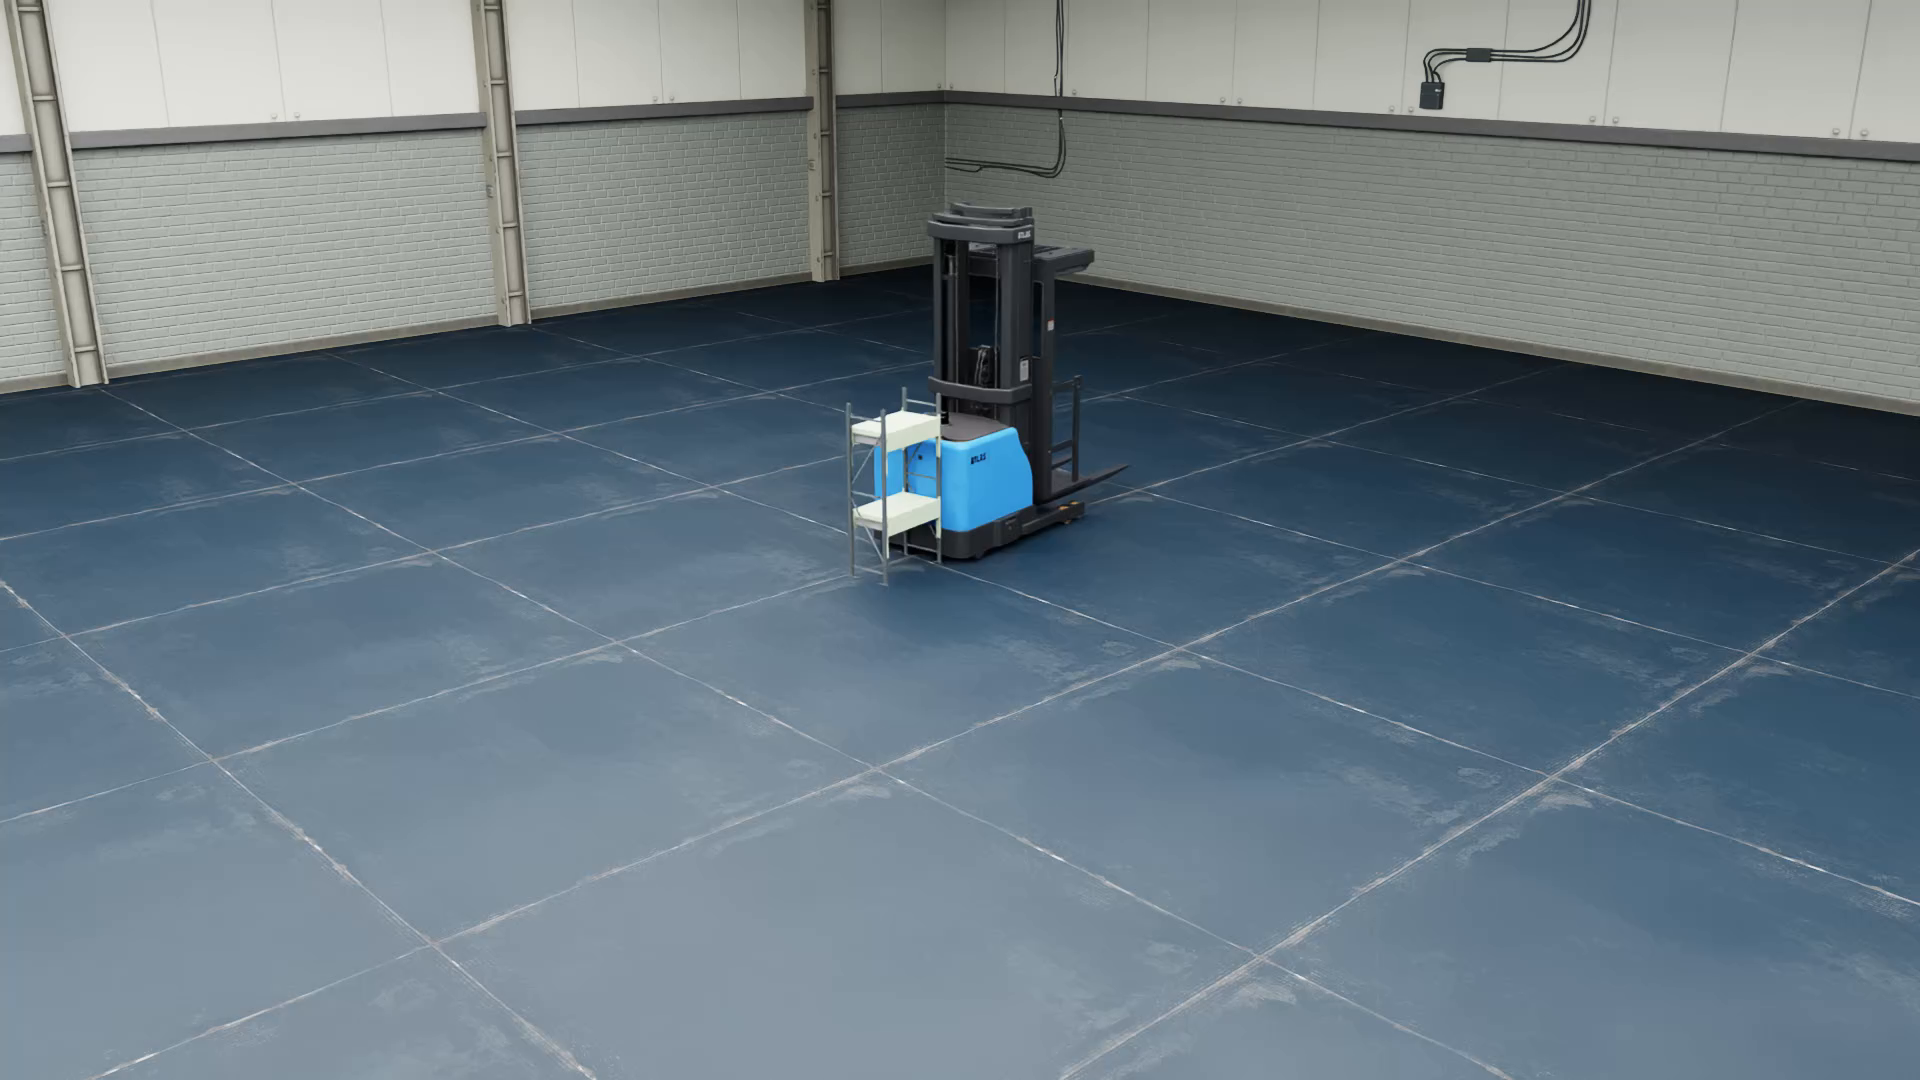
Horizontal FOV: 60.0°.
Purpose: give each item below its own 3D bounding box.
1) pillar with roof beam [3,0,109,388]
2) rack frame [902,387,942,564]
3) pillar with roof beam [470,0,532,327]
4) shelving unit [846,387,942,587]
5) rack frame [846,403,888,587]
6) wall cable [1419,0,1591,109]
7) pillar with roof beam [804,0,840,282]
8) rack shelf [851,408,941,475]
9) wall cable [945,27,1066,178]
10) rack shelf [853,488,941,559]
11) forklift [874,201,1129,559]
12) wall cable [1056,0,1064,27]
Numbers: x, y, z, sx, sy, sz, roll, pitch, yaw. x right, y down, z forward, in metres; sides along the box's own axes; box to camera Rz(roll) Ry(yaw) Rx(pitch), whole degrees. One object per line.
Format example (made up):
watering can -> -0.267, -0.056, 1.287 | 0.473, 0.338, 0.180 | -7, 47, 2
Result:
pillar with roof beam -> -8.104, -5.301, 16.745 | 0.400, 9.000, 9.100 | -16, 24, -41
rack frame -> -0.325, -0.545, 14.234 | 0.400, 1.500, 0.023 | 13, 22, 35
pillar with roof beam -> -3.744, -6.573, 20.666 | 0.400, 9.000, 9.100 | -16, 24, -41
shelving unit -> -0.544, -0.455, 13.955 | 0.431, 1.500, 0.755 | 13, 22, 35
rack frame -> -0.763, -0.364, 13.677 | 0.400, 1.500, 0.023 | 13, 22, 35
wall cable -> 7.218, -8.624, 21.478 | 0.169, 6.003, 2.305 | -16, 24, -41
pillar with roof beam -> 0.615, -7.844, 24.588 | 0.400, 9.000, 9.100 | -16, 24, -41
rack shelf -> -0.544, -0.826, 13.835 | 0.431, 0.370, 0.720 | 13, 22, 35
wall cable -> 0.707, -7.660, 29.054 | 0.112, 2.526, 3.097 | -16, 24, -41
rack shelf -> -0.544, -0.145, 14.056 | 0.431, 0.370, 0.720 | 13, 22, 35
forklift -> 0.518, -1.624, 15.240 | 1.130, 2.935, 3.031 | 13, 22, 35
wall cable -> 2.565, -9.456, 26.405 | 0.112, 2.526, 3.097 | -16, 24, -41
